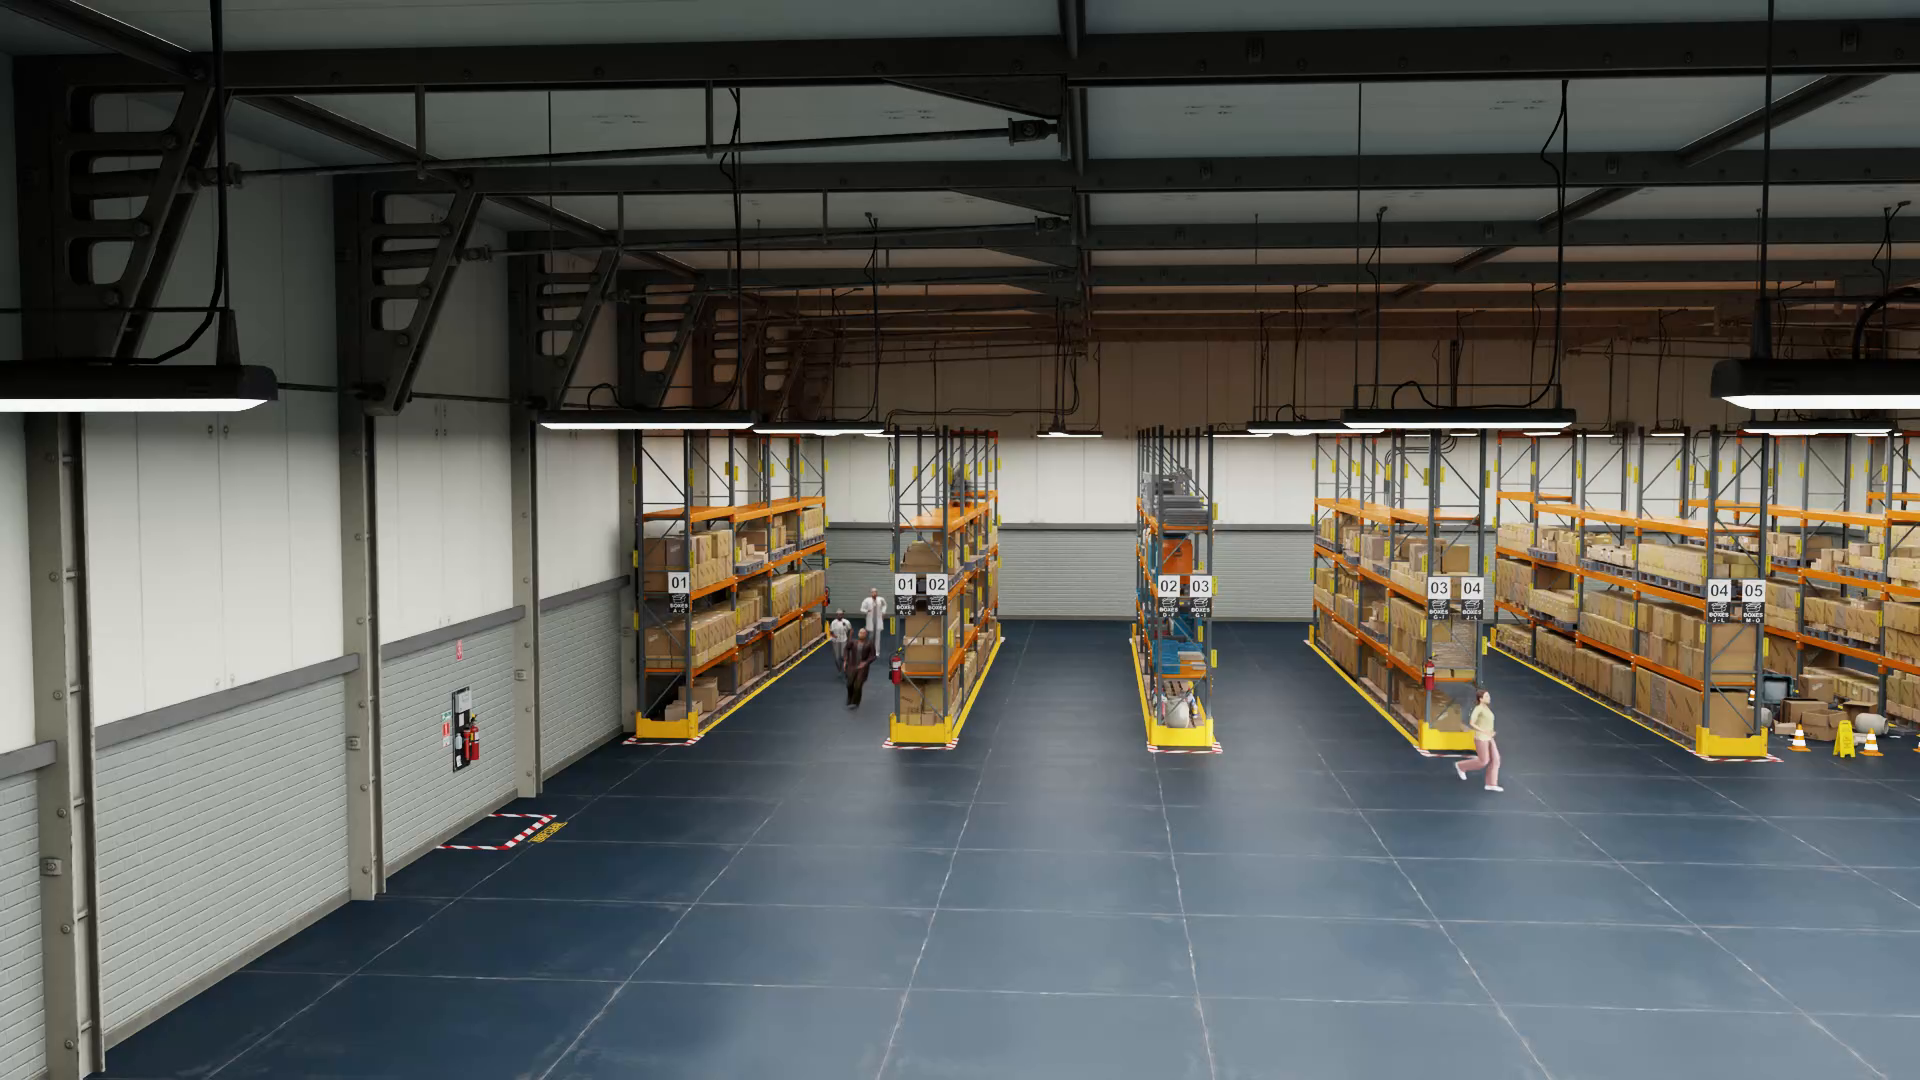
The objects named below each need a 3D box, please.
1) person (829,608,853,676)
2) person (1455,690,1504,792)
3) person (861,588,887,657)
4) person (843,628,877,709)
[{"bbox_3d":[-2.890,2.476,40.209,0.561,1.662,0.562,0,3,3],"label":"person"},{"bbox_3d":[8.541,3.265,27.246,0.813,1.646,0.584,3,5,42],"label":"person"},{"bbox_3d":[-2.278,2.157,44.037,0.710,1.771,1.026,0,3,-6],"label":"person"},{"bbox_3d":[-2.134,2.739,35.350,0.746,1.716,0.555,0,3,5],"label":"person"}]
